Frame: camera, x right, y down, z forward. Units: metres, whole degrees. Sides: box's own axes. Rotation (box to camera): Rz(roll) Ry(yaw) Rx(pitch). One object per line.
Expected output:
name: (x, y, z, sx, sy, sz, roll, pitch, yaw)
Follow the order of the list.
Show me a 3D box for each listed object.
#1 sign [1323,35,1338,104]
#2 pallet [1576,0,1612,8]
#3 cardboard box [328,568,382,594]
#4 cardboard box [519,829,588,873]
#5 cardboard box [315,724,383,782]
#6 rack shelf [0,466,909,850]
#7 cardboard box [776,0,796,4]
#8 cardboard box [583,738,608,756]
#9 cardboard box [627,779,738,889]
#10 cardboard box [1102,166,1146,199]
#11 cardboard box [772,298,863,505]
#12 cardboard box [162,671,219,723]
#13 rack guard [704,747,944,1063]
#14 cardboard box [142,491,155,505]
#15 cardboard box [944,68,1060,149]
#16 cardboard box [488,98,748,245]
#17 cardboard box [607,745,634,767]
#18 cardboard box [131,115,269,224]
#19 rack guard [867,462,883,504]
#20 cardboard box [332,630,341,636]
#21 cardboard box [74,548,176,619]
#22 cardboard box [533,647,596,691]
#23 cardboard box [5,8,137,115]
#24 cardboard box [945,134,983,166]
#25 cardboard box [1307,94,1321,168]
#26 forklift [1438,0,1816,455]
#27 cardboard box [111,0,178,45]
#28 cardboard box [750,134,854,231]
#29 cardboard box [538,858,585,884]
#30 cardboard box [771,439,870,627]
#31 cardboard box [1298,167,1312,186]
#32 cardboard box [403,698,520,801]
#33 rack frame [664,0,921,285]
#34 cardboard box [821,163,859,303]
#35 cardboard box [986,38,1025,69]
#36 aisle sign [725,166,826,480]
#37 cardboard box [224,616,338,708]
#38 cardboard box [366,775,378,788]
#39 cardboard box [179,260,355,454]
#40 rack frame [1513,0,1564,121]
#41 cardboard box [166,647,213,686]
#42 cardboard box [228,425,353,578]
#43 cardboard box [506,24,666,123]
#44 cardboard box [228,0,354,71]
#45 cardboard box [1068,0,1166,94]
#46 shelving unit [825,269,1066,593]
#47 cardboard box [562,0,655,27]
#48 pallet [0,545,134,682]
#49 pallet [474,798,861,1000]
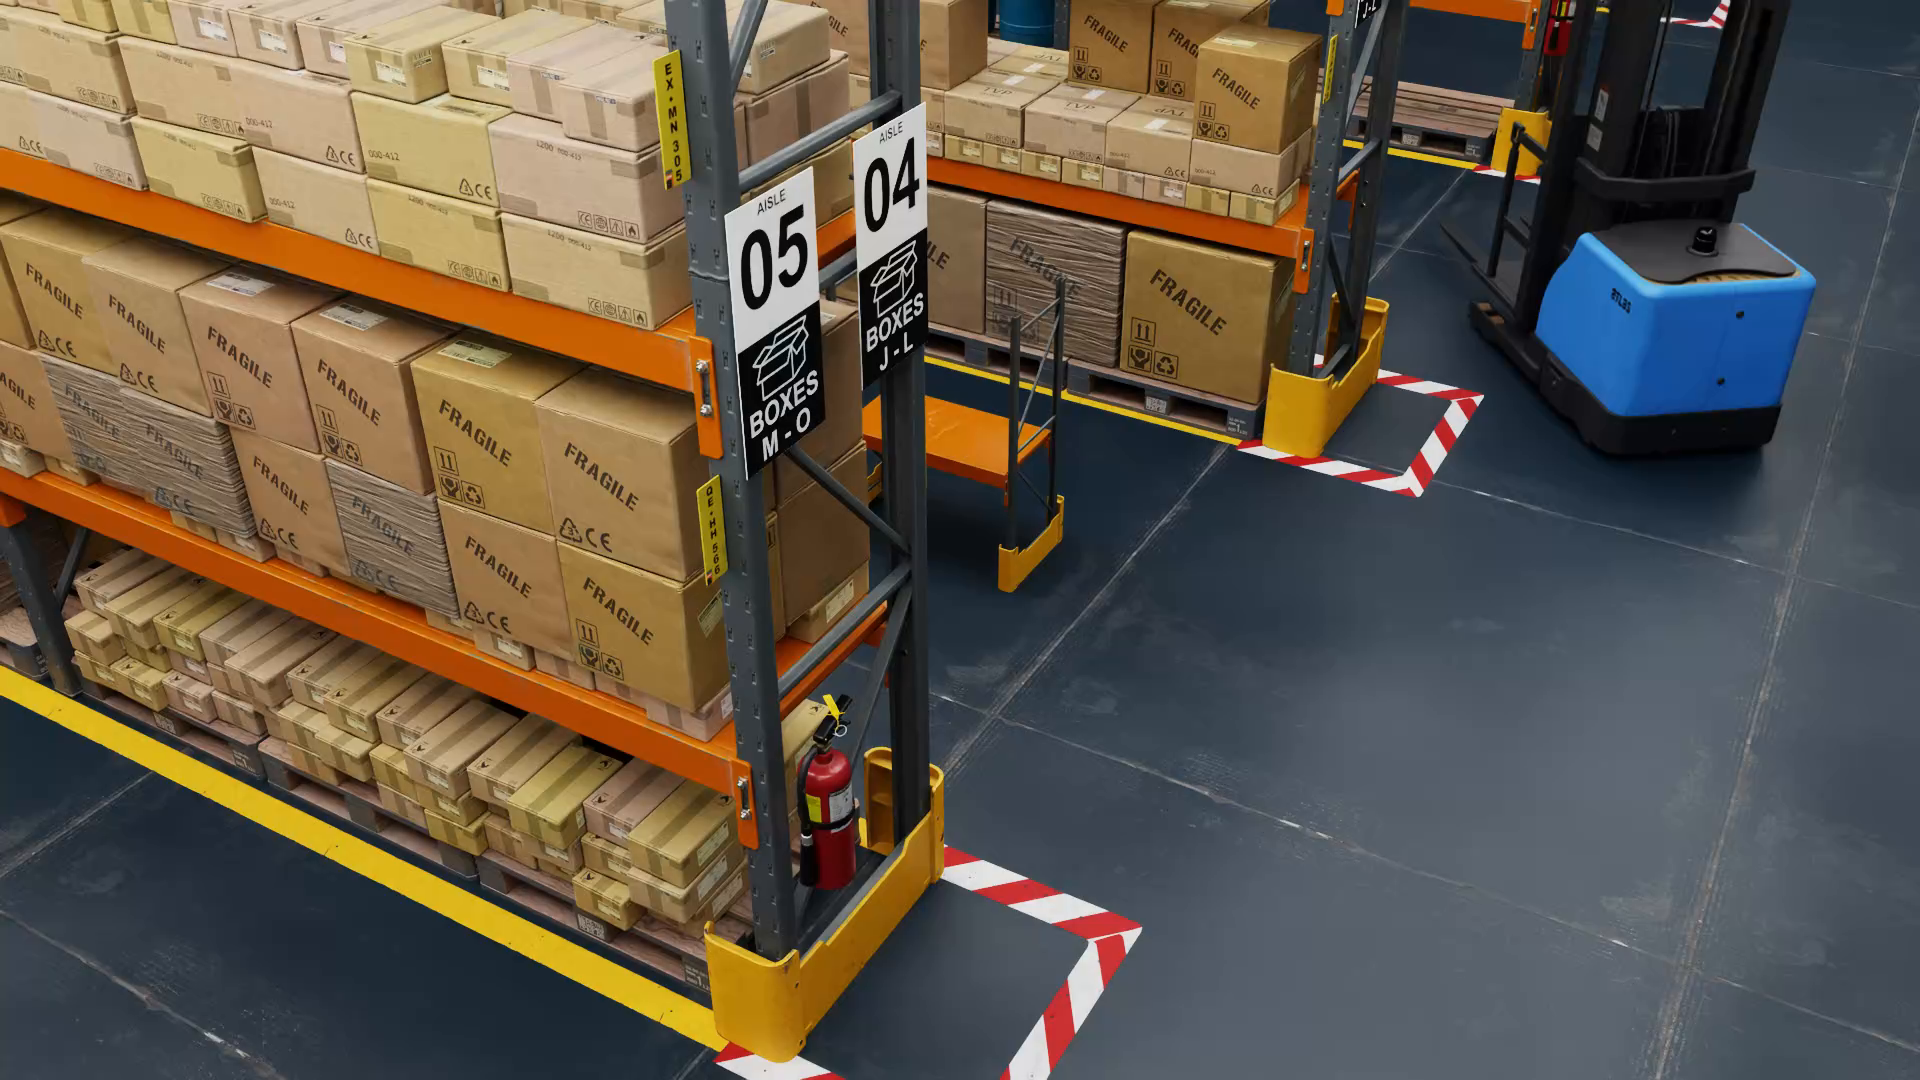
sign: (1.854, -2.356, 8.323, 0.005, 0.325, 0.100, 18, 37, 24)
pallet: (6.295, -5.877, 17.386, 1.213, 0.211, 1.003, 18, 37, 24)
cardboard box: (-2.150, 0.016, 6.247, 0.250, 0.149, 0.380, 18, 38, 25)
cardboard box: (-1.465, 1.065, 6.370, 0.250, 0.149, 0.380, 16, 37, 23)
cardboard box: (-2.388, 0.787, 6.787, 0.250, 0.149, 0.380, 18, 38, 25)
rack shelf: (-2.150, 0.076, 6.579, 4.000, 0.370, 1.077, 18, 37, 24)
cardboard box: (-1.049, -3.251, 10.116, 0.500, 0.500, 0.500, 18, 37, 24)
cardboard box: (-1.364, 0.820, 7.006, 0.250, 0.149, 0.380, 18, 38, 25)
cardboard box: (-0.999, 1.067, 6.098, 0.250, 0.149, 0.380, 18, 38, 25)
cardboard box: (1.002, -2.077, 9.389, 0.250, 0.149, 0.380, 18, 38, 25)
cardboard box: (-0.671, -0.506, 5.543, 0.500, 0.500, 0.500, 17, 37, 24)
cardboard box: (-3.257, 0.610, 7.321, 0.250, 0.149, 0.380, 17, 37, 24)
rack guard: (-0.479, 1.346, 6.277, 0.348, 0.500, 1.175, 18, 37, 24)
cardboard box: (-3.051, -0.273, 6.680, 0.250, 0.149, 0.380, 16, 37, 22)
cardboard box: (0.247, -2.520, 9.695, 0.500, 0.250, 0.500, 18, 38, 24)
cardboard box: (-0.940, -1.072, 4.631, 0.500, 0.250, 0.500, 16, 37, 23)
cardboard box: (-1.207, 0.820, 6.737, 0.250, 0.149, 0.380, 18, 38, 25)
cardboard box: (-2.282, -1.274, 5.385, 0.500, 0.250, 0.500, 19, 38, 26)
rack guard: (-0.499, -0.262, 8.918, 0.087, 0.250, 0.587, 18, 37, 24)
cardboard box: (-2.573, 0.359, 7.430, 0.250, 0.149, 0.380, 19, 38, 26)
cardboard box: (-3.690, 0.185, 7.422, 0.250, 0.149, 0.380, 19, 38, 26)
cardboard box: (-1.259, 0.329, 5.776, 0.250, 0.149, 0.380, 17, 37, 24)
cardboard box: (-2.727, -1.635, 5.478, 0.500, 0.250, 0.500, 18, 38, 25)
cardboard box: (0.108, -2.359, 9.812, 0.250, 0.149, 0.380, 16, 37, 23)
cardboard box: (1.853, -2.356, 9.448, 0.500, 0.250, 0.500, 17, 37, 23)
forklift: (3.922, -2.502, 9.862, 1.130, 2.935, 3.031, -5, 34, -7)
cardboard box: (-2.403, -1.687, 5.195, 0.250, 0.149, 0.380, 16, 37, 23)
cardboard box: (-0.676, -1.106, 5.133, 0.500, 0.250, 0.500, 19, 38, 26)
cardboard box: (-1.434, 1.158, 6.498, 0.250, 0.149, 0.380, 17, 37, 24)
cardboard box: (-0.666, -0.095, 5.828, 0.500, 0.500, 0.500, 19, 38, 27)
cardboard box: (1.991, -2.184, 9.550, 0.250, 0.149, 0.380, 18, 38, 25)
cardboard box: (-1.931, 0.812, 6.481, 0.250, 0.149, 0.380, 19, 38, 26)
rack frame: (-0.413, -2.170, 3.890, 0.127, 3.000, 1.000, 18, 37, 24)
cardboard box: (-0.804, -2.203, 10.890, 0.875, 0.875, 0.875, 18, 37, 24)
cardboard box: (0.070, -2.917, 10.292, 0.500, 0.250, 0.500, 18, 38, 25)
aisle sign: (-0.499, -0.591, 4.586, 0.004, 0.787, 0.394, 18, 37, 24)
cardboard box: (-2.818, 0.505, 6.941, 0.250, 0.149, 0.380, 18, 38, 25)
cardboard box: (-2.317, 0.866, 6.937, 0.250, 0.149, 0.380, 19, 38, 26)
cardboard box: (-2.291, -0.683, 5.809, 0.500, 0.500, 0.500, 16, 37, 23)
rack frame: (4.593, -4.416, 12.675, 0.127, 3.000, 1.000, 18, 37, 24)
cardboard box: (-3.237, 0.444, 7.301, 0.250, 0.149, 0.380, 17, 37, 24)
cardboard box: (-2.249, -0.260, 6.075, 0.500, 0.500, 0.500, 20, 38, 27)
cardboard box: (-1.024, -1.288, 4.596, 0.250, 0.149, 0.380, 18, 38, 25)
cardboard box: (-1.944, -1.551, 4.991, 0.250, 0.149, 0.380, 18, 38, 25)
cardboard box: (0.966, -2.945, 9.656, 0.500, 0.500, 0.500, 17, 37, 23)
shelving unit: (-0.066, -0.645, 8.366, 1.083, 1.500, 0.587, 18, 37, 24)
cardboard box: (-0.993, -1.621, 5.096, 0.250, 0.149, 0.380, 18, 37, 24)
pallet: (-4.563, 0.174, 8.298, 1.213, 0.211, 1.003, 18, 37, 24)
pallet: (-1.167, 1.226, 6.718, 1.213, 0.211, 1.003, 18, 37, 24)
